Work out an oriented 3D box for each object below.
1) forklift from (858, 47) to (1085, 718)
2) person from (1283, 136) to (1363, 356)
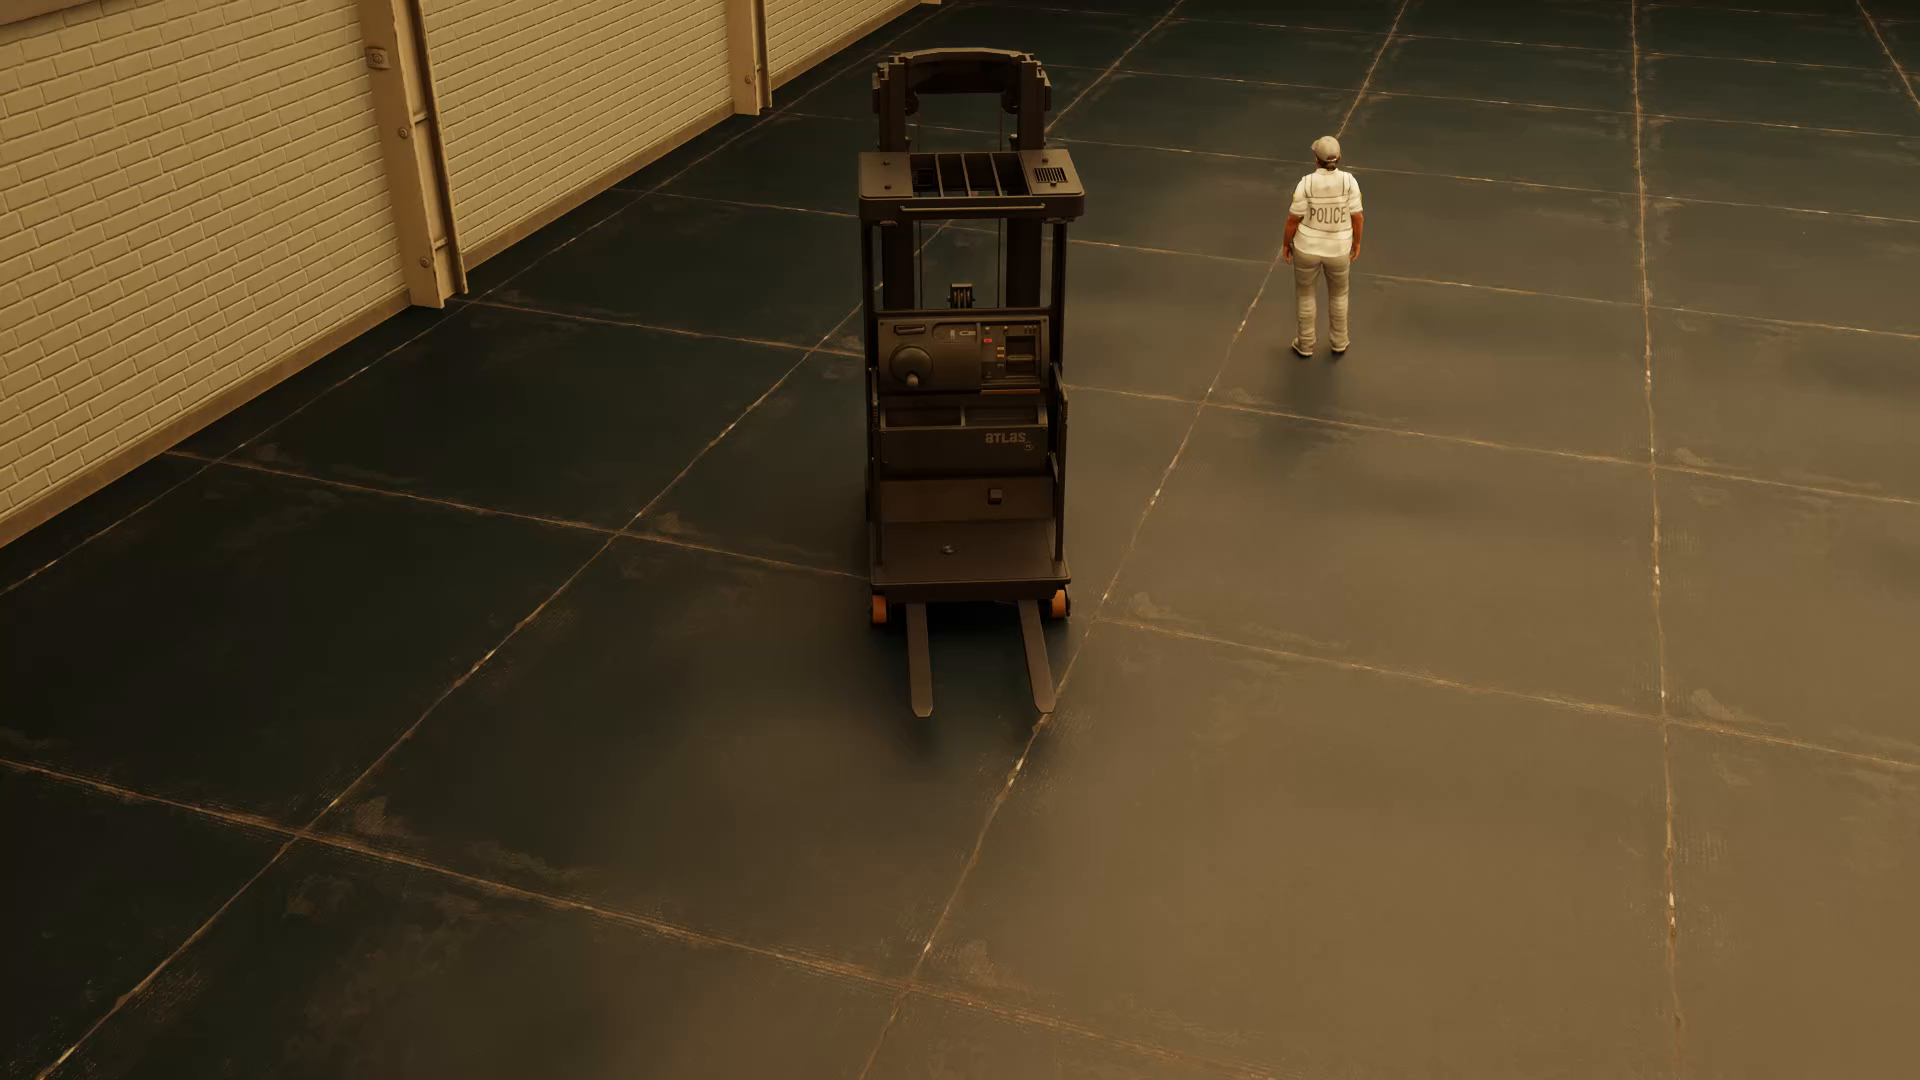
[{"bbox_3d":[0.035,-0.972,8.842,1.130,2.935,3.031,-2,30,-3],"label":"forklift"},{"bbox_3d":[2.661,-2.158,12.184,0.598,1.670,0.529,3,30,5],"label":"person"}]
